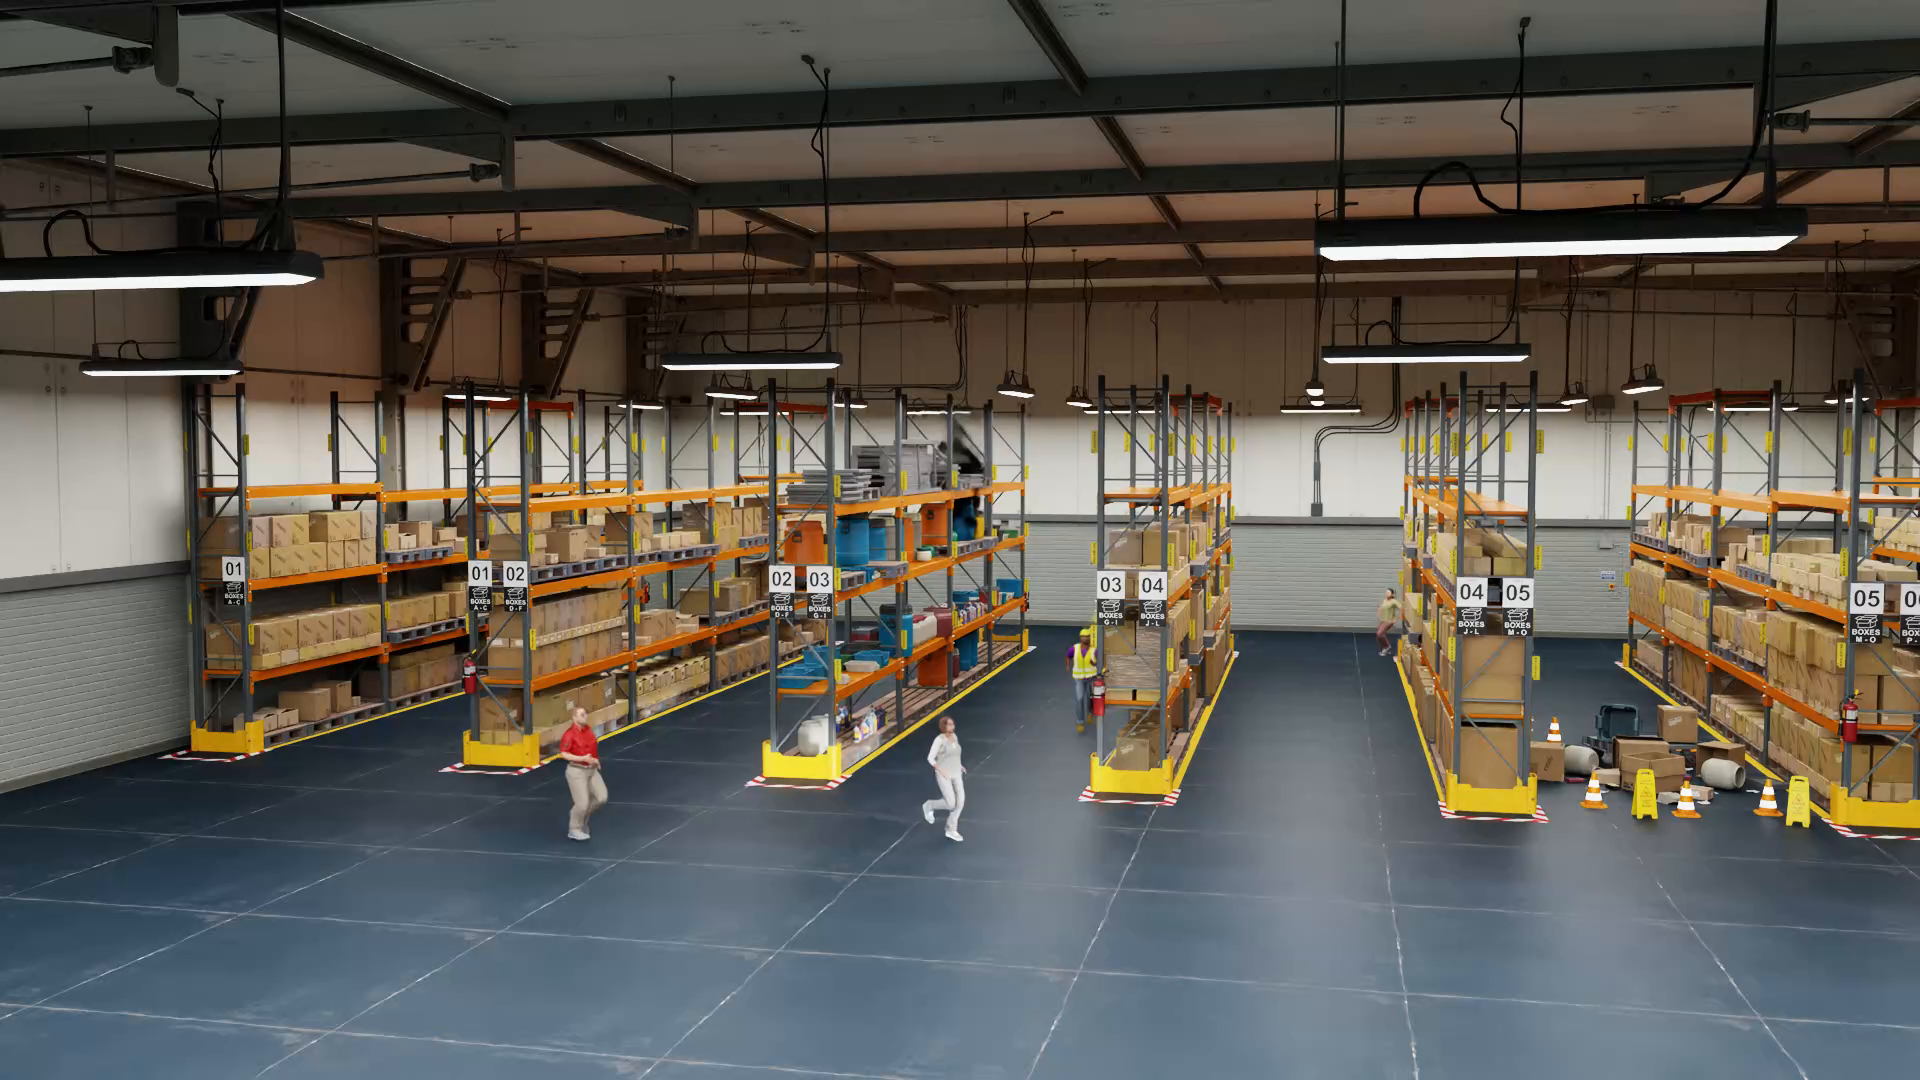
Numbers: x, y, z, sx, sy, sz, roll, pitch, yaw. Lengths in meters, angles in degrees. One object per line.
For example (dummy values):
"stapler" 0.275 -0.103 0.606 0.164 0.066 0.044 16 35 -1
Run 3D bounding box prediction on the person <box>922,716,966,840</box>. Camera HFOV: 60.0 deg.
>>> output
"person" -0.187 3.022 21.238 0.623 1.564 0.545 3 4 43

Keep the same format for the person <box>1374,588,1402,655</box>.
"person" 10.089 1.944 39.328 0.574 1.621 0.642 -2 4 -28

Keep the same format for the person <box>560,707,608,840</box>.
"person" -4.713 2.950 21.004 0.602 1.688 0.650 2 4 30

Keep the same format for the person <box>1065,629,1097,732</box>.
"person" 2.189 2.426 29.113 0.700 1.754 0.989 0 3 5
